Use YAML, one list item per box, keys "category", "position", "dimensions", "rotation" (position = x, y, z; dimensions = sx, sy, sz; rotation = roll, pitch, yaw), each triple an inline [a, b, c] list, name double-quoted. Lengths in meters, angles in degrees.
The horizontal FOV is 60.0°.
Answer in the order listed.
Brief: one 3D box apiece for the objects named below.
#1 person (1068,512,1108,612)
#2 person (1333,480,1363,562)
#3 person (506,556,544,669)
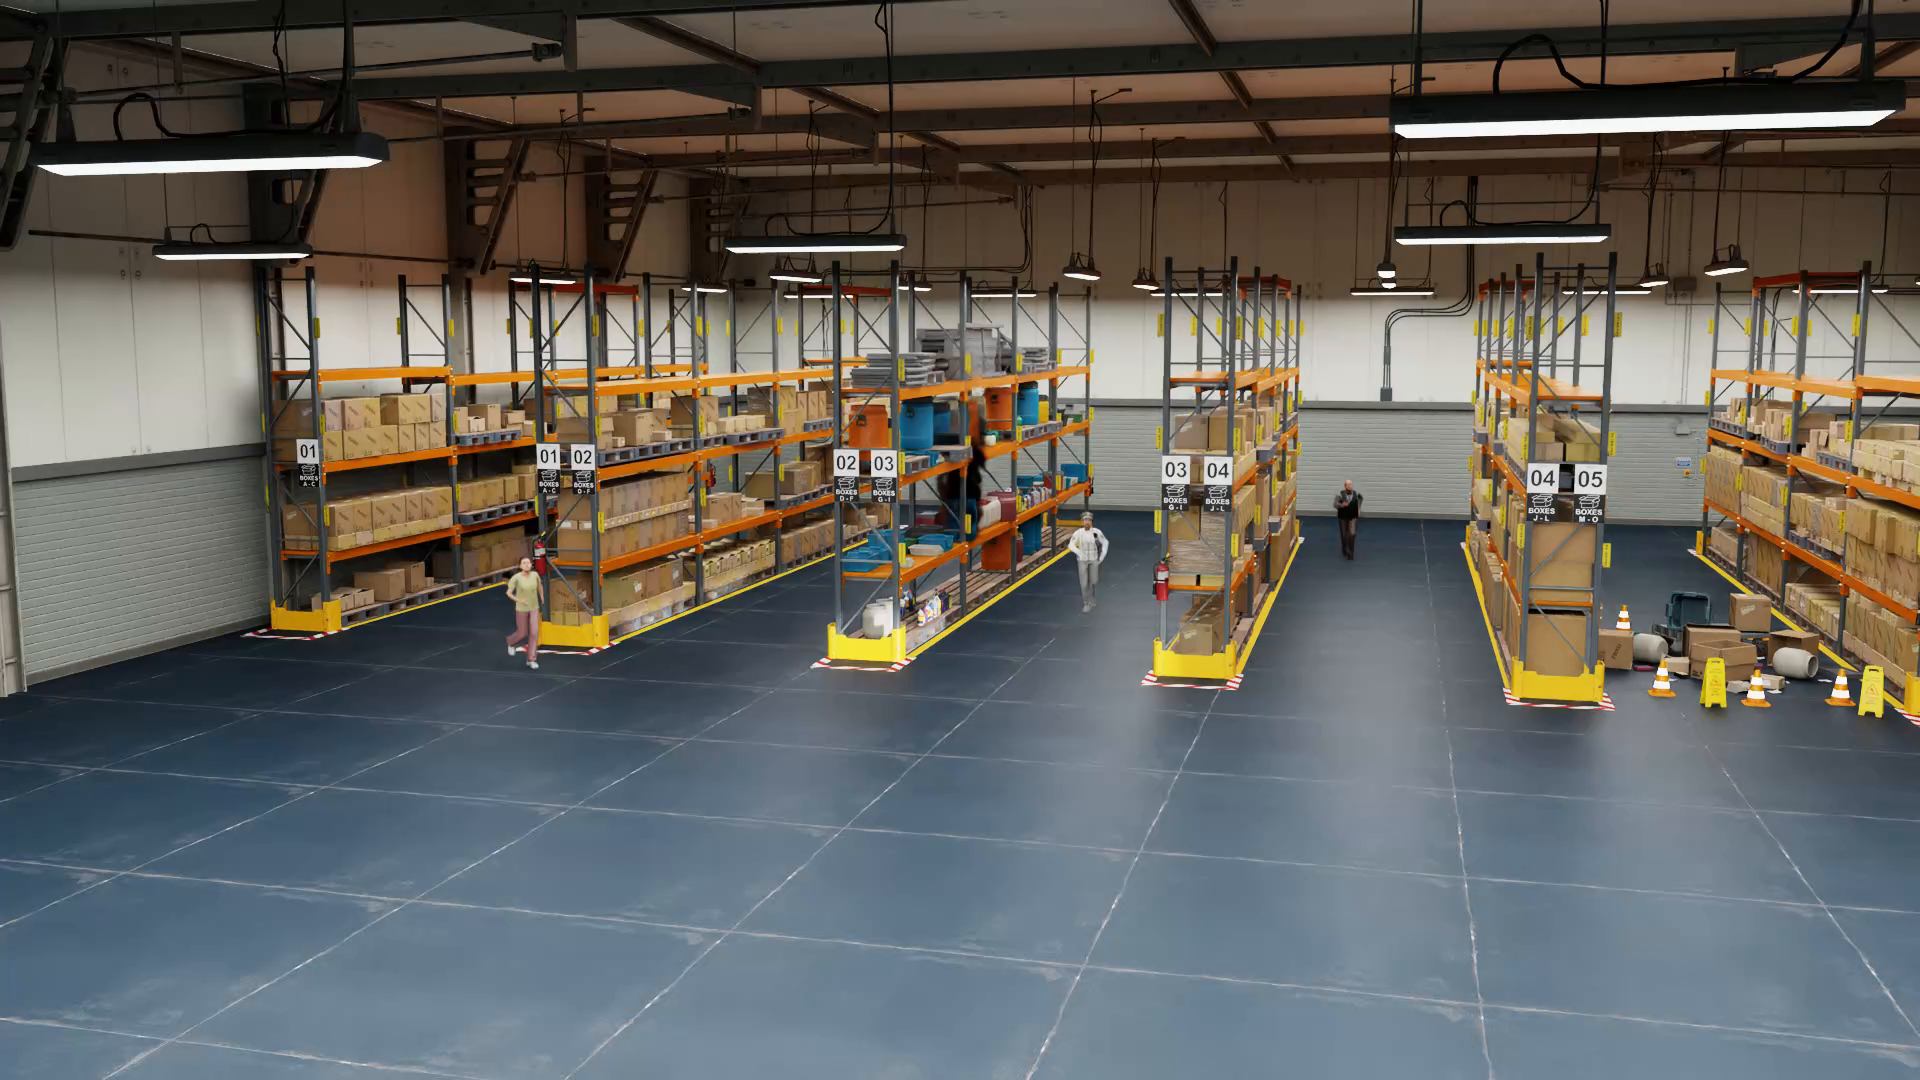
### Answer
- category: "person"
  position: [2.148, 0.371, 27.784]
  dimensions: [0.681, 1.688, 0.463]
  rotation: [0, 7, 1]
- category: "person"
  position: [8.420, -0.413, 36.142]
  dimensions: [0.643, 1.805, 0.861]
  rotation: [1, 7, 11]
- category: "person"
  position: [-6.485, 1.052, 24.848]
  dimensions: [0.587, 1.664, 0.839]
  rotation: [-5, 9, -35]
